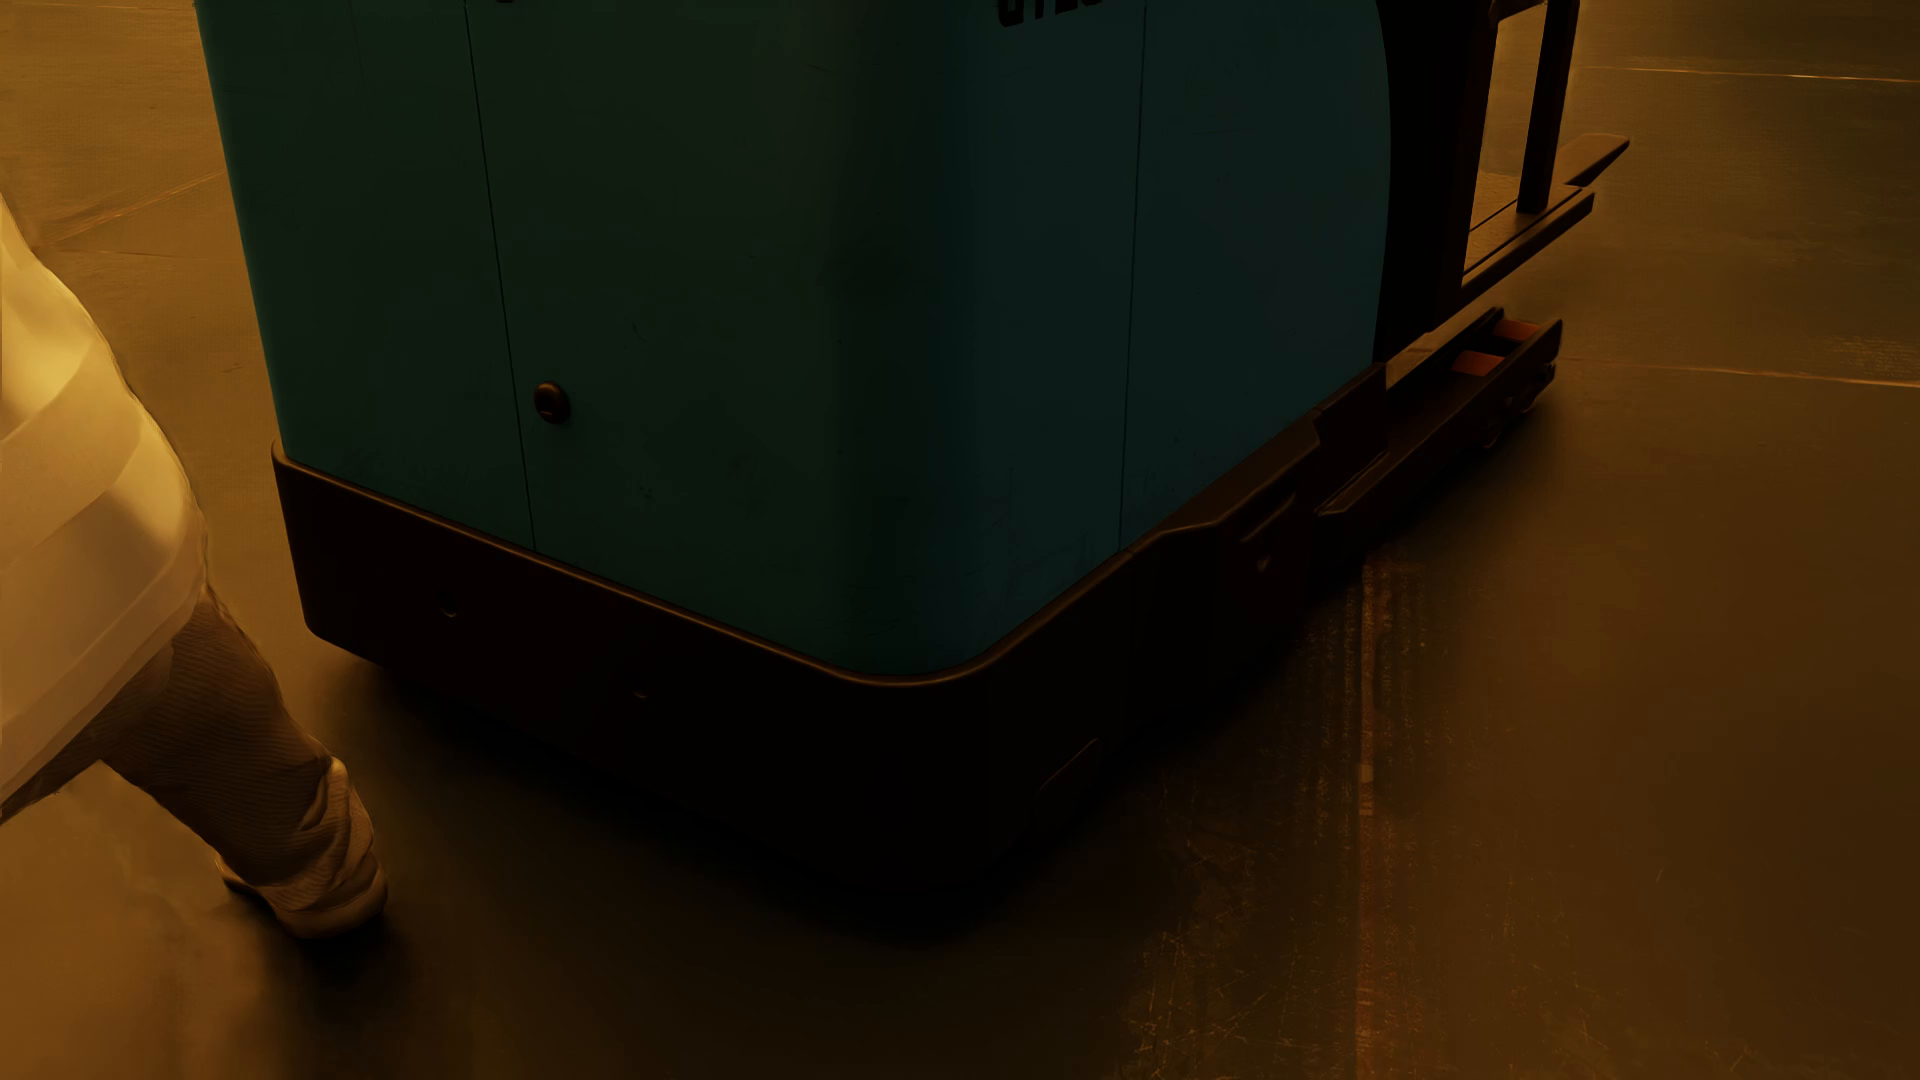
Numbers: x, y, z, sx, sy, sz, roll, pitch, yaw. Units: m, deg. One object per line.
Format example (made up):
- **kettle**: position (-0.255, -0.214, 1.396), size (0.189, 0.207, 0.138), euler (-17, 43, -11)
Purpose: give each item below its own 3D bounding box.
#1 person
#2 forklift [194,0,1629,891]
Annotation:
- **person**: position (-0.900, 0.011, 0.867), size (0.792, 1.456, 1.536), euler (12, 29, 22)
- **forklift**: position (0.406, -1.571, 2.360), size (1.130, 2.935, 3.031), euler (17, 32, 31)
